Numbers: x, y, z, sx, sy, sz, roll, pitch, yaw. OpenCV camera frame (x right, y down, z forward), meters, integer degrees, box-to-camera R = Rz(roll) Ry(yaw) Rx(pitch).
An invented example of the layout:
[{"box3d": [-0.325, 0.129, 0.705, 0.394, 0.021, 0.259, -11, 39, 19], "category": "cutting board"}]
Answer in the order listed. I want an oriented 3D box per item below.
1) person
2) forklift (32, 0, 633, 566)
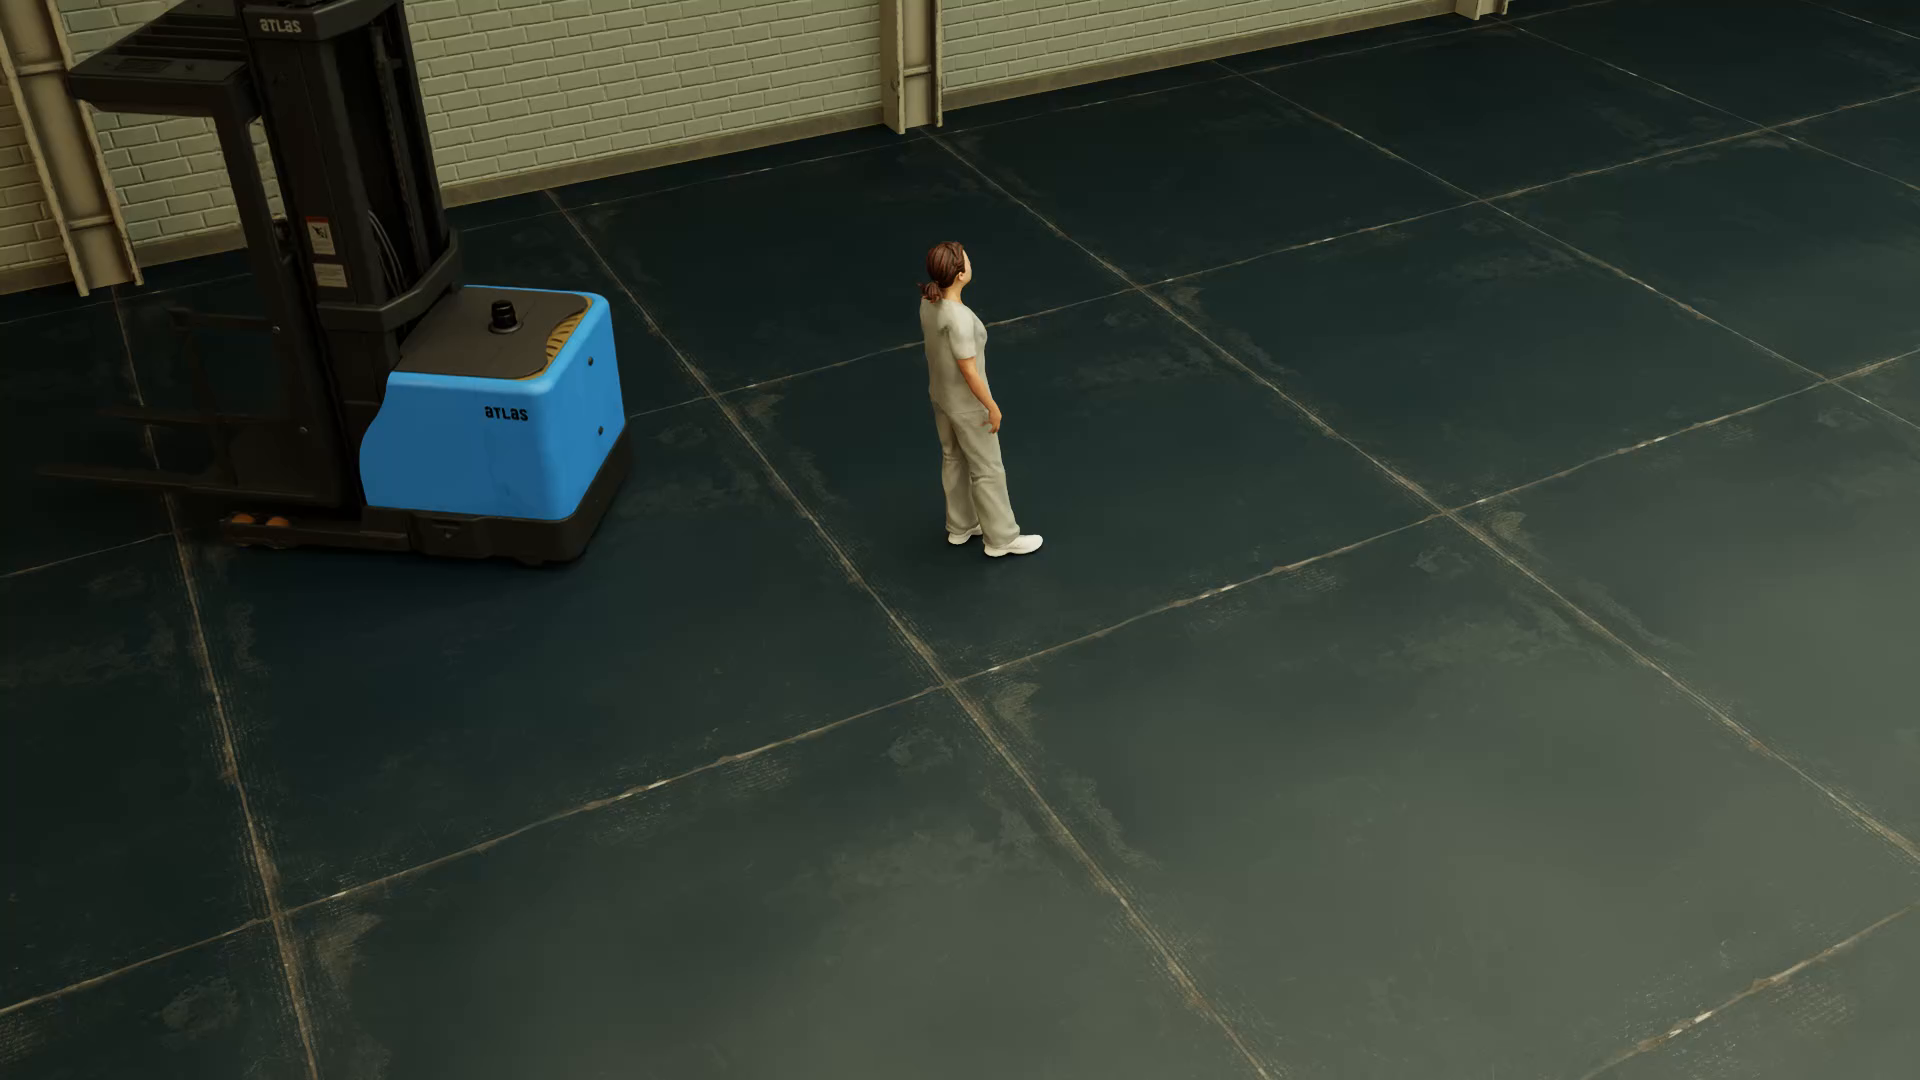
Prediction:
[{"box3d": [0.071, -0.703, 8.193, 0.549, 1.675, 0.549, -17, 39, -23], "category": "person"}, {"box3d": [-3.360, -1.444, 8.166, 3.031, 2.935, 1.130, 5, 36, 7], "category": "forklift"}]
